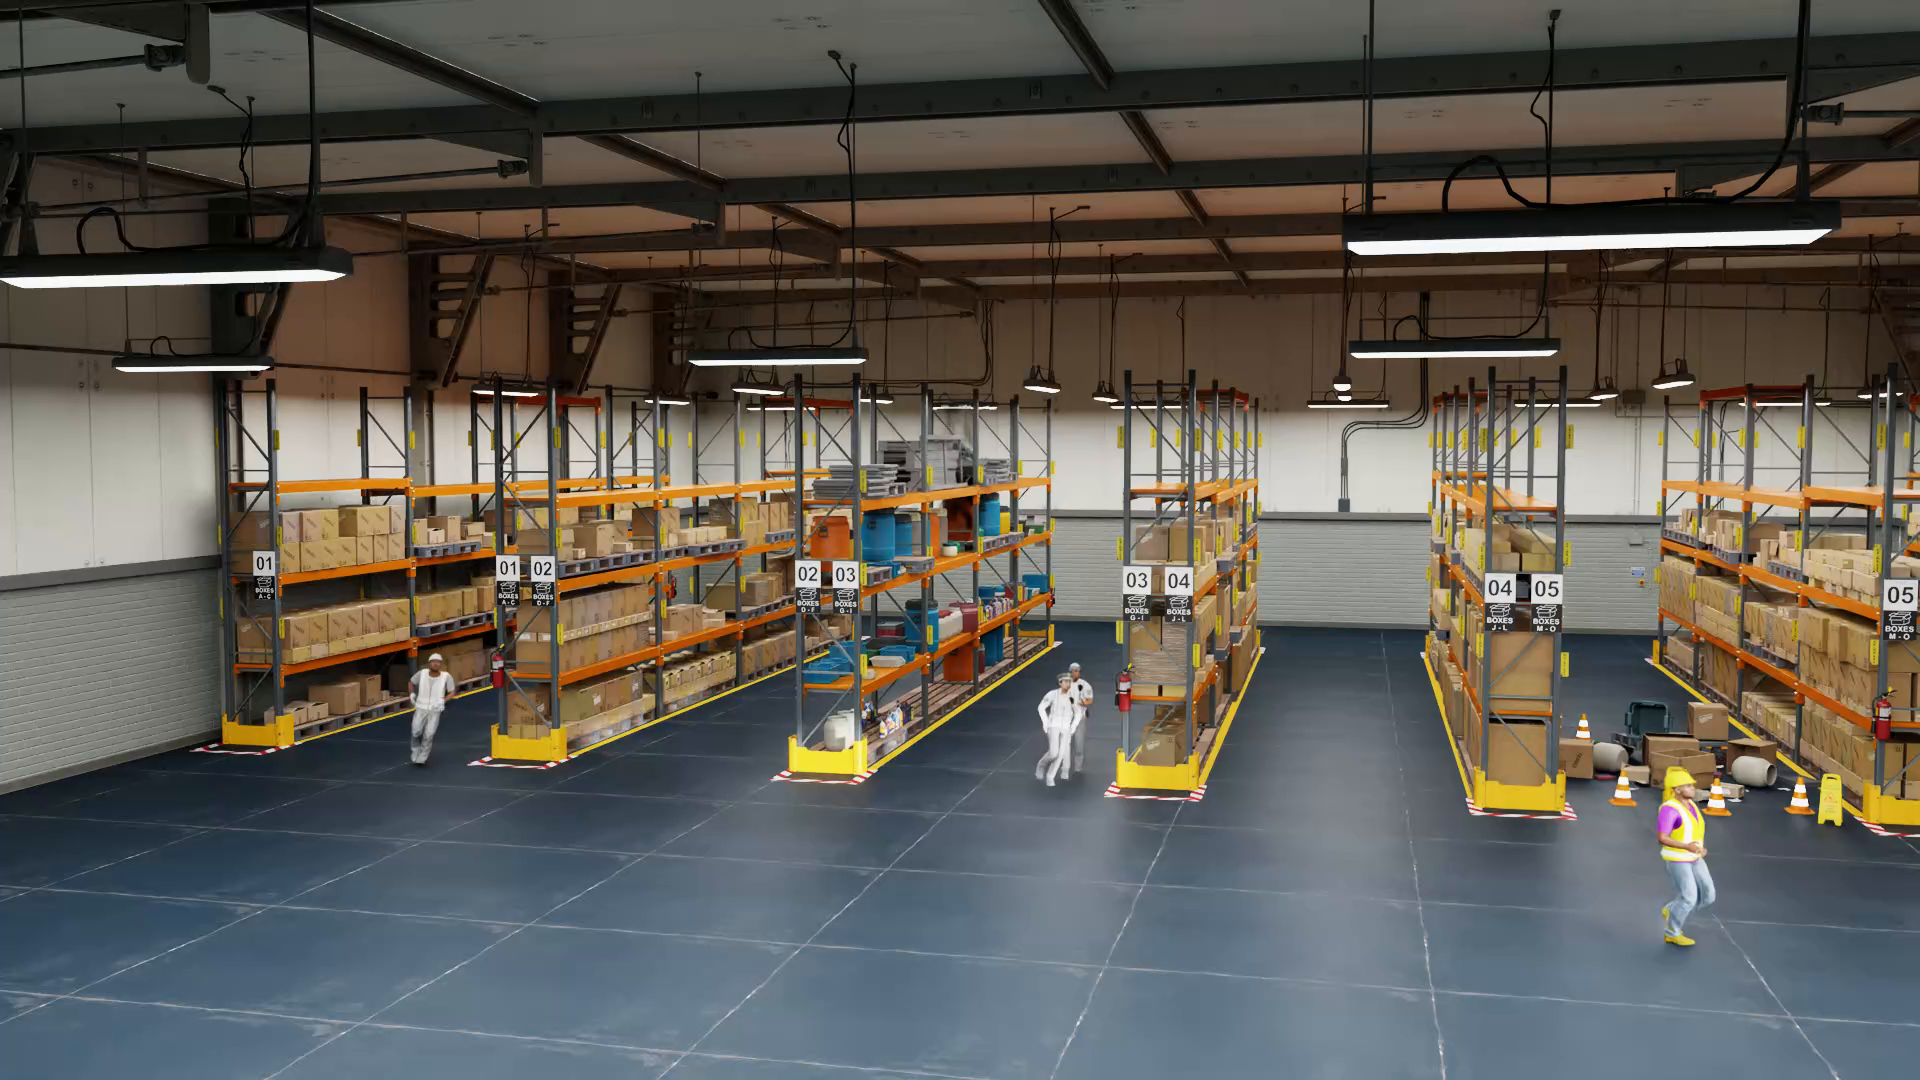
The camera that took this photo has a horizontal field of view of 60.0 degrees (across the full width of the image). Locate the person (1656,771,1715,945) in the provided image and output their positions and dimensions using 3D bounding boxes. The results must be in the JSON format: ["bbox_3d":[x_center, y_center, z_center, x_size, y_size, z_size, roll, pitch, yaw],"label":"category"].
[{"bbox_3d":[7.190,3.147,16.430,0.691,1.721,0.585,-3,4,-38],"label":"person"}]

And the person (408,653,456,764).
[{"bbox_3d":[-8.128,2.607,25.573,0.718,1.724,0.517,-1,3,-11],"label":"person"}]

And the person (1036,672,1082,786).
[{"bbox_3d":[1.471,2.735,24.160,0.651,1.638,0.472,-1,4,-15],"label":"person"}]

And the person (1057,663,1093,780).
[{"bbox_3d":[1.688,2.689,24.780,0.590,1.711,0.709,1,3,10],"label":"person"}]
